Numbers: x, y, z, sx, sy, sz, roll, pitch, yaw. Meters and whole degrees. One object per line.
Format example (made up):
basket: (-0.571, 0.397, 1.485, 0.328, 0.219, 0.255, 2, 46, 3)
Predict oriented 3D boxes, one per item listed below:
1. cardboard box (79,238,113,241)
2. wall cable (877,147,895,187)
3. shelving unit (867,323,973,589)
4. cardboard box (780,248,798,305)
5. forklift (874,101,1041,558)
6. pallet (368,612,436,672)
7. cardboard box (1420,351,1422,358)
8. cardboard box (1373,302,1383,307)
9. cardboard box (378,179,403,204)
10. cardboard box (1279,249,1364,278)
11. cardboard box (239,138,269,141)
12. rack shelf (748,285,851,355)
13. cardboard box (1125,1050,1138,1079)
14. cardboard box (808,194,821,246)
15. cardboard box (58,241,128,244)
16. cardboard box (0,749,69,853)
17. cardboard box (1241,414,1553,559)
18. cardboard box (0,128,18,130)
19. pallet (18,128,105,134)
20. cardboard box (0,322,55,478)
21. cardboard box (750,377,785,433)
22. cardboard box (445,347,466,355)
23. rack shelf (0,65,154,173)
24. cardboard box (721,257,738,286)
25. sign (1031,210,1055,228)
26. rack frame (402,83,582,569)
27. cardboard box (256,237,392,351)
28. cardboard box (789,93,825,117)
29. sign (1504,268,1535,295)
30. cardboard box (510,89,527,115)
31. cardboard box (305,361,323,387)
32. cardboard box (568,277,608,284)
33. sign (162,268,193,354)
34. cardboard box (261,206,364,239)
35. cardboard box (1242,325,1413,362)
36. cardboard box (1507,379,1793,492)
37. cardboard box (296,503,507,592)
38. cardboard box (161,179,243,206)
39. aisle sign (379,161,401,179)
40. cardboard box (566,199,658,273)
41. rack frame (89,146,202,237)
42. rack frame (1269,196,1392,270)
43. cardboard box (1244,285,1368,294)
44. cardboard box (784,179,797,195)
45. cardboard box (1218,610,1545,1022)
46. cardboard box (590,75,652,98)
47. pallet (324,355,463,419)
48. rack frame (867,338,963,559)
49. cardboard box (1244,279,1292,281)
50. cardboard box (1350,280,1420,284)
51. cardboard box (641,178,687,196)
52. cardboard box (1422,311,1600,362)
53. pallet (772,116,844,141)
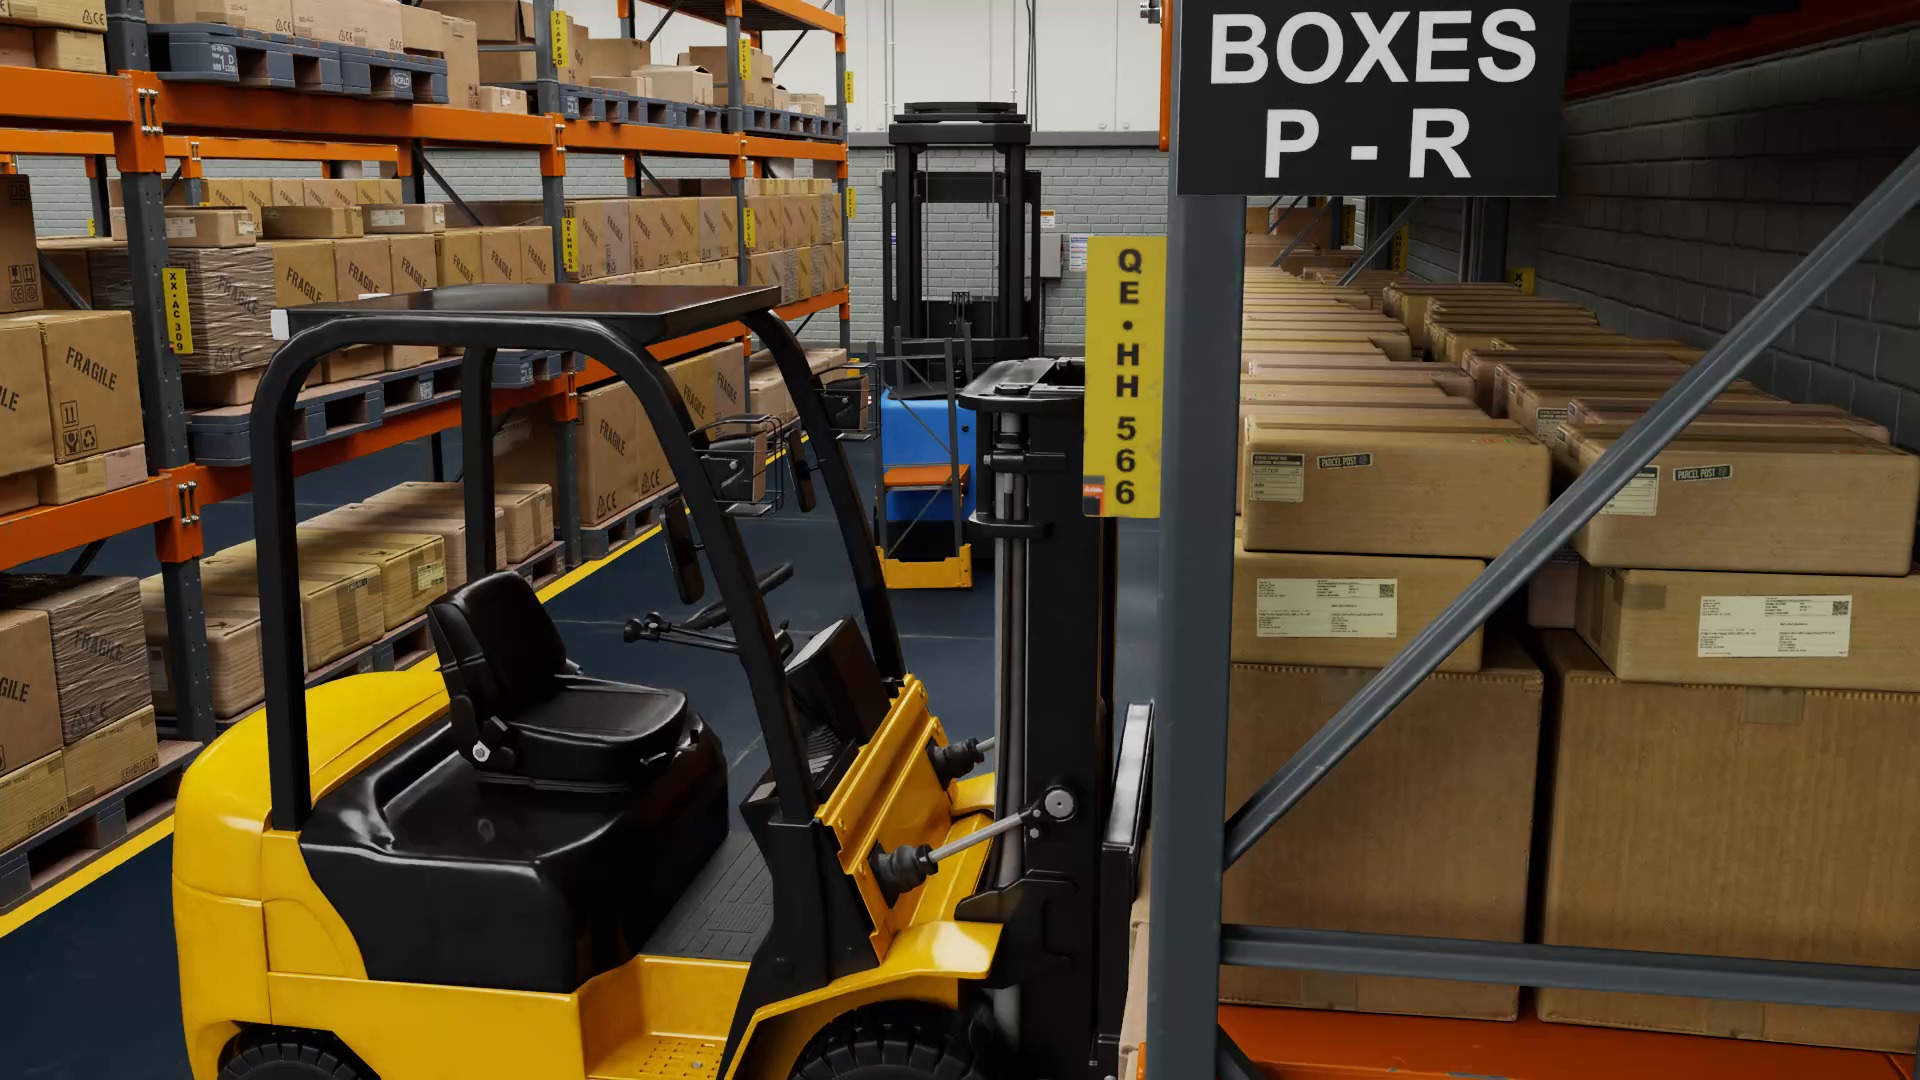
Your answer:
cardboard box: (-7.189, -2.455, 13.952, 0.380, 0.149, 0.250, 1, 12, 7)
wall cable: (-0.872, -4.661, 23.516, 0.585, 1.953, 0.123, 2, 12, 9)
shelving unit: (-0.199, -0.555, 10.443, 0.587, 1.500, 1.083, -2, 12, 7)
cardboard box: (-1.836, -2.488, 15.681, 0.500, 0.500, 0.500, 2, 12, 9)
forklift: (0.018, -1.565, 11.799, 1.130, 2.935, 3.031, 0, 12, 2)
pallet: (-3.258, 0.470, 8.813, 1.003, 0.211, 1.213, 2, 12, 9)
cardboard box: (1.493, -0.444, 4.657, 0.380, 0.149, 0.250, 2, 12, 9)
cardboard box: (1.742, -0.855, 6.563, 0.380, 0.149, 0.250, 2, 12, 8)
cardboard box: (-6.447, -3.694, 18.196, 0.500, 0.500, 0.500, 2, 12, 7)
cardboard box: (2.193, -1.505, 10.125, 0.500, 0.500, 0.500, 2, 12, 11)
cardboard box: (-6.838, -3.867, 15.551, 0.500, 0.250, 0.500, 2, 12, 8)
rack shelf: (-2.023, -2.207, 16.320, 1.077, 0.370, 4.000, 2, 12, 9)
cardboard box: (0.491, 1.060, 2.610, 0.500, 0.250, 0.500, 2, 12, 11)
cardboard box: (-1.685, -3.192, 16.572, 0.500, 0.500, 0.500, 2, 12, 8)
cardboard box: (-3.642, -1.083, 7.459, 0.500, 0.500, 0.500, 2, 12, 9)
cardboard box: (-3.459, 0.905, 5.703, 0.500, 0.250, 0.500, 2, 12, 7)
cardboard box: (0.576, -0.077, 2.246, 0.380, 0.149, 0.250, 2, 12, 9)
cardboard box: (-7.360, -3.283, 12.248, 0.500, 0.500, 0.500, 2, 12, 9)
pallet: (-7.594, -3.315, 13.080, 1.213, 0.211, 1.003, 2, 12, 9)
cardboard box: (-3.456, -0.463, 5.578, 0.500, 0.500, 0.500, 2, 12, 11)
cardboard box: (-2.128, -1.222, 15.128, 0.875, 0.438, 0.875, 2, 12, 8)
cardboard box: (-2.803, -1.094, 9.049, 0.380, 0.149, 0.250, 2, 12, 10)
rack shelf: (-3.869, -1.175, 4.413, 1.077, 0.370, 4.000, 2, 12, 9)
cardboard box: (-2.158, -2.213, 13.813, 0.500, 0.250, 0.500, 2, 12, 9)
sign: (1.159, -4.499, 23.291, 0.339, 0.242, 0.001, 2, 12, 9)
rack frame: (-2.946, -1.309, 10.449, 1.000, 3.000, 0.127, 2, 12, 9)
cardboard box: (-3.040, -1.171, 7.868, 0.500, 0.500, 0.500, 2, 12, 8)
cardboard box: (-1.696, -4.525, 17.373, 0.500, 0.250, 0.500, 1, 12, 3)
sign: (1.893, -0.761, 5.661, 0.100, 0.325, 0.005, 2, 12, 9)
cardboard box: (-2.787, -2.580, 9.823, 0.380, 0.149, 0.250, 2, 12, 9)
cardboard box: (-3.149, -0.777, 7.579, 0.380, 0.149, 0.250, 3, 12, 12)
cardboard box: (-2.624, -1.578, 10.864, 0.500, 0.250, 0.500, 2, 12, 8)
sign: (-3.024, -0.884, 6.420, 0.100, 0.325, 0.005, 2, 12, 9)
cardboard box: (-3.074, -1.509, 7.896, 0.380, 0.149, 0.250, 3, 12, 12)
cardboard box: (0.806, -0.396, 3.729, 0.380, 0.149, 0.250, 2, 12, 9)
cardboard box: (1.092, -0.167, 2.665, 0.380, 0.149, 0.250, 2, 12, 10)
cardboard box: (-3.148, 0.041, 9.423, 0.950, 0.372, 0.625, 2, 12, 8)
cardboard box: (-6.927, -3.050, 15.211, 0.500, 0.500, 0.500, 2, 12, 10)
aisle sign: (-6.315, -4.390, 18.574, 0.394, 0.787, 0.004, 2, 12, 9)
cardboard box: (-2.467, -2.152, 11.750, 0.500, 0.500, 0.500, 2, 12, 10)
rack frame: (-7.238, -2.281, 14.959, 1.000, 3.000, 0.127, 2, 12, 9)
rack frame: (1.959, -1.149, 9.706, 1.000, 3.000, 0.127, 2, 12, 9)
cardboard box: (1.068, -0.713, 5.200, 0.380, 0.149, 0.250, 2, 12, 10)
cardboard box: (-1.773, -3.370, 15.862, 0.380, 0.149, 0.250, 2, 12, 9)
cardboard box: (0.545, 0.356, 2.483, 0.500, 0.500, 0.500, 2, 12, 7)
cardboard box: (-2.473, -3.301, 12.128, 0.380, 0.166, 0.250, 3, 13, 13)
pallet: (-3.210, -0.802, 8.551, 1.003, 0.211, 1.213, 2, 12, 9)
rack frame: (-0.257, -0.446, 9.941, 0.500, 1.500, 0.032, -2, 12, 7)
cardboard box: (1.431, -1.189, 8.115, 0.380, 0.149, 0.250, 2, 12, 10)
cardboard box: (2.037, -1.171, 8.030, 0.380, 0.149, 0.250, 2, 12, 8)
cardboard box: (-2.598, -3.071, 14.473, 0.380, 0.149, 0.250, 2, 12, 7)
cardboard box: (1.365, -0.486, 4.146, 0.380, 0.149, 0.250, 2, 12, 8)
pallet: (-1.819, -4.243, 17.151, 1.003, 0.211, 1.213, 2, 12, 9)
